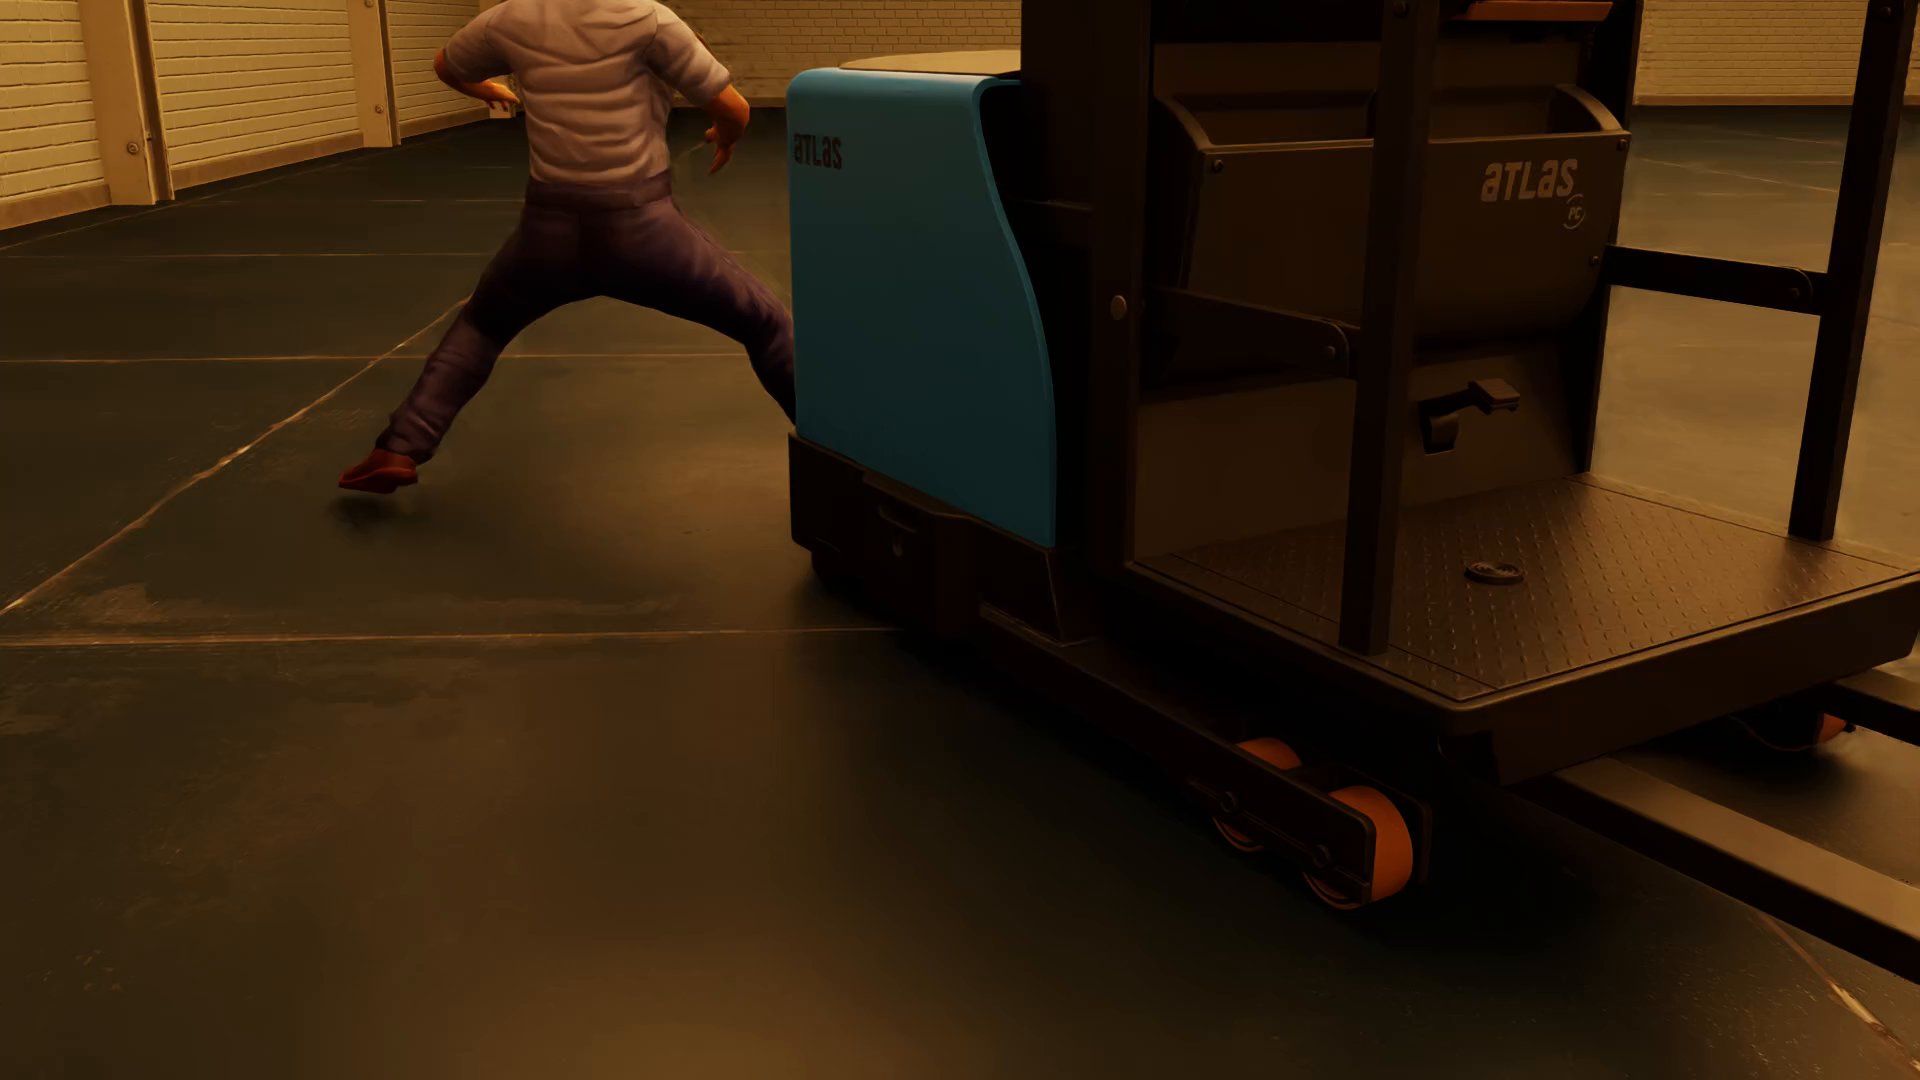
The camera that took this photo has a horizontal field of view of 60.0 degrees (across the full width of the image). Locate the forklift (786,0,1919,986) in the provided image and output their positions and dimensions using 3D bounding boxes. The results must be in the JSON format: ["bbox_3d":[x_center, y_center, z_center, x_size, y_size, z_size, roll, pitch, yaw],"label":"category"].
[{"bbox_3d":[0.820,-1.053,2.348,1.130,2.935,3.031,-10,20,-30],"label":"forklift"}]

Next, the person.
[{"bbox_3d":[-0.897,-0.831,4.167,1.273,1.421,0.824,3,17,10],"label":"person"}]
